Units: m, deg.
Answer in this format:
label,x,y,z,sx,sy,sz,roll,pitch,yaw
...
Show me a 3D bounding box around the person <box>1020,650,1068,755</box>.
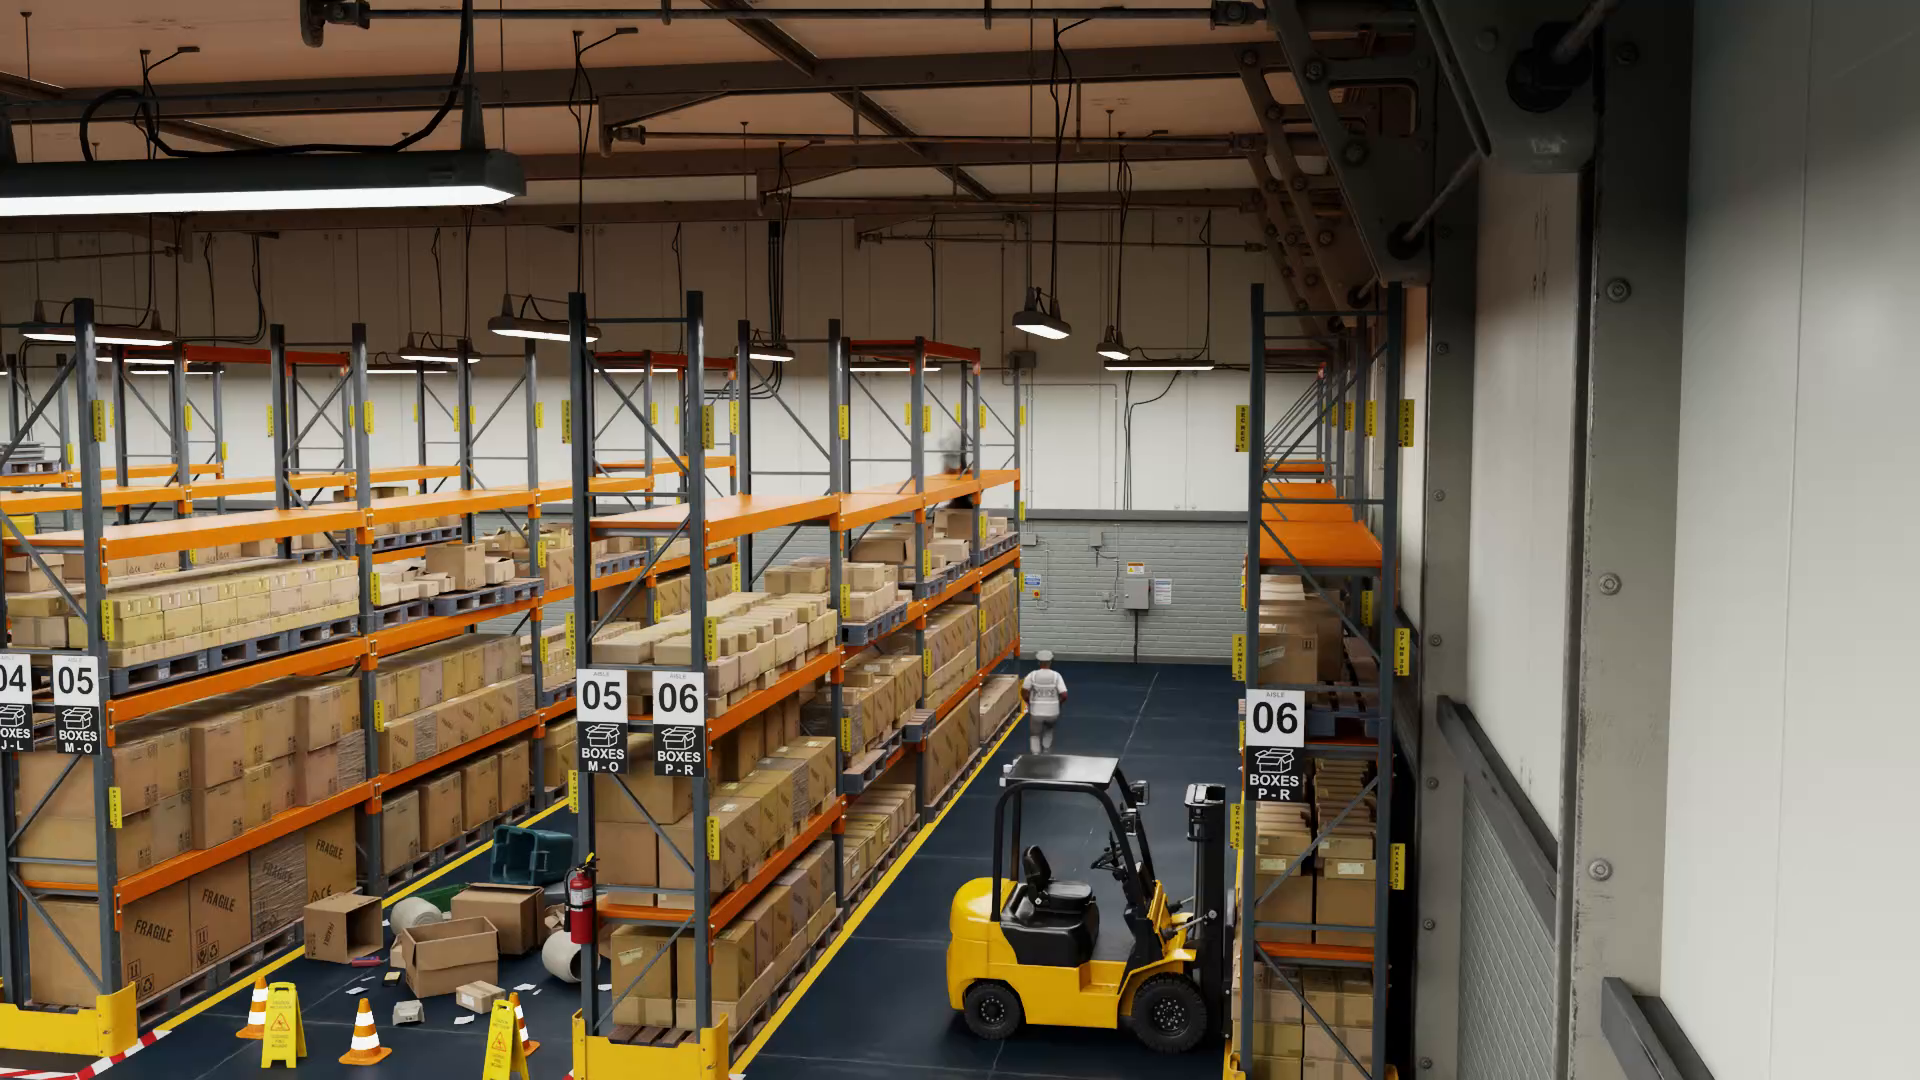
label,x,y,z,sx,sy,sz,roll,pitch,yaw
person,1.184,2.392,23.415,0.659,1.690,0.681,0,5,4
